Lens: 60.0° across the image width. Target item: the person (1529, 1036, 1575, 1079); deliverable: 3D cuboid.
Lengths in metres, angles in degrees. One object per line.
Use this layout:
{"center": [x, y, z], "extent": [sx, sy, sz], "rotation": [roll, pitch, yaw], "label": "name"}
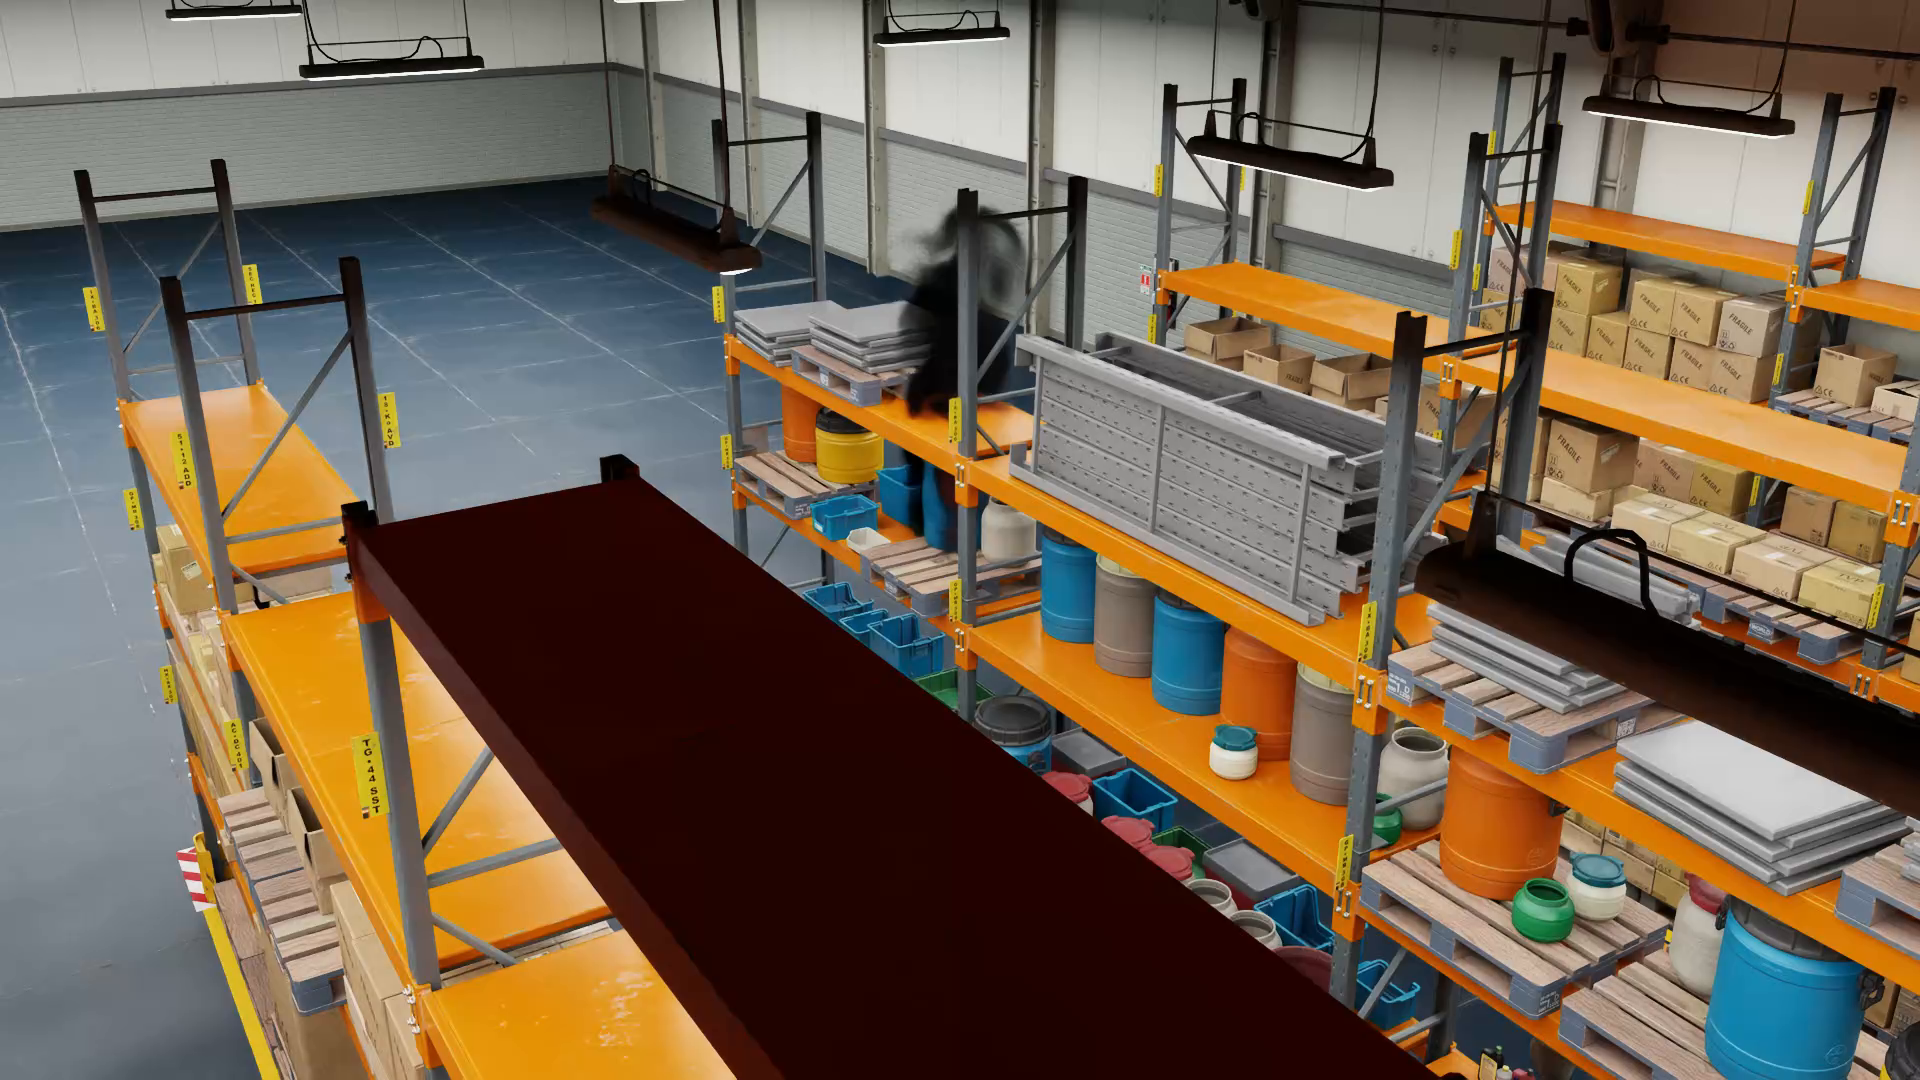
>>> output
{"center": [3.947, 3.263, 11.002], "extent": [0.633, 1.741, 0.683], "rotation": [-13, 25, -29], "label": "person"}
